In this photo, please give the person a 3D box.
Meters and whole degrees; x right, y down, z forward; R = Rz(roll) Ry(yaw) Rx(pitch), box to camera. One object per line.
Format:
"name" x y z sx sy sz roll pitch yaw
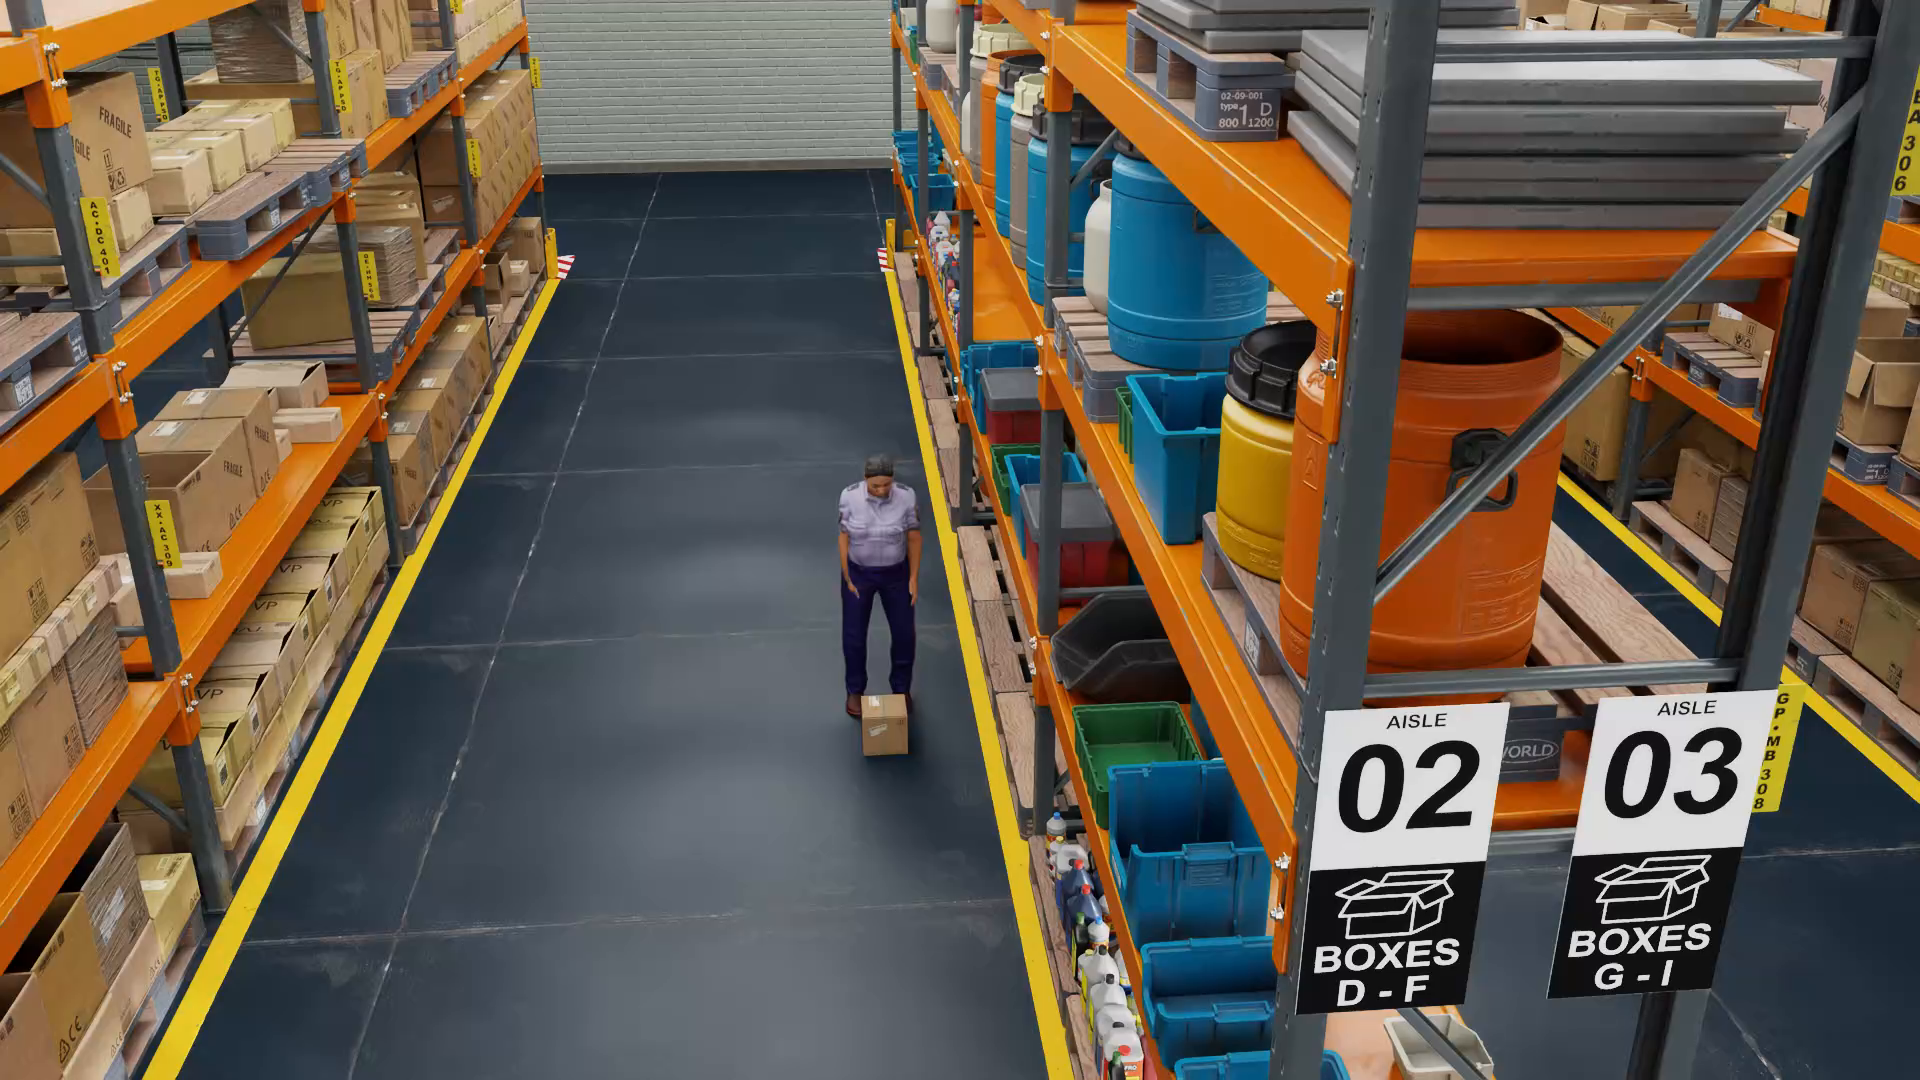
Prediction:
"person" -0.457 0.235 9.636 0.489 1.621 0.372 -2 24 -4
